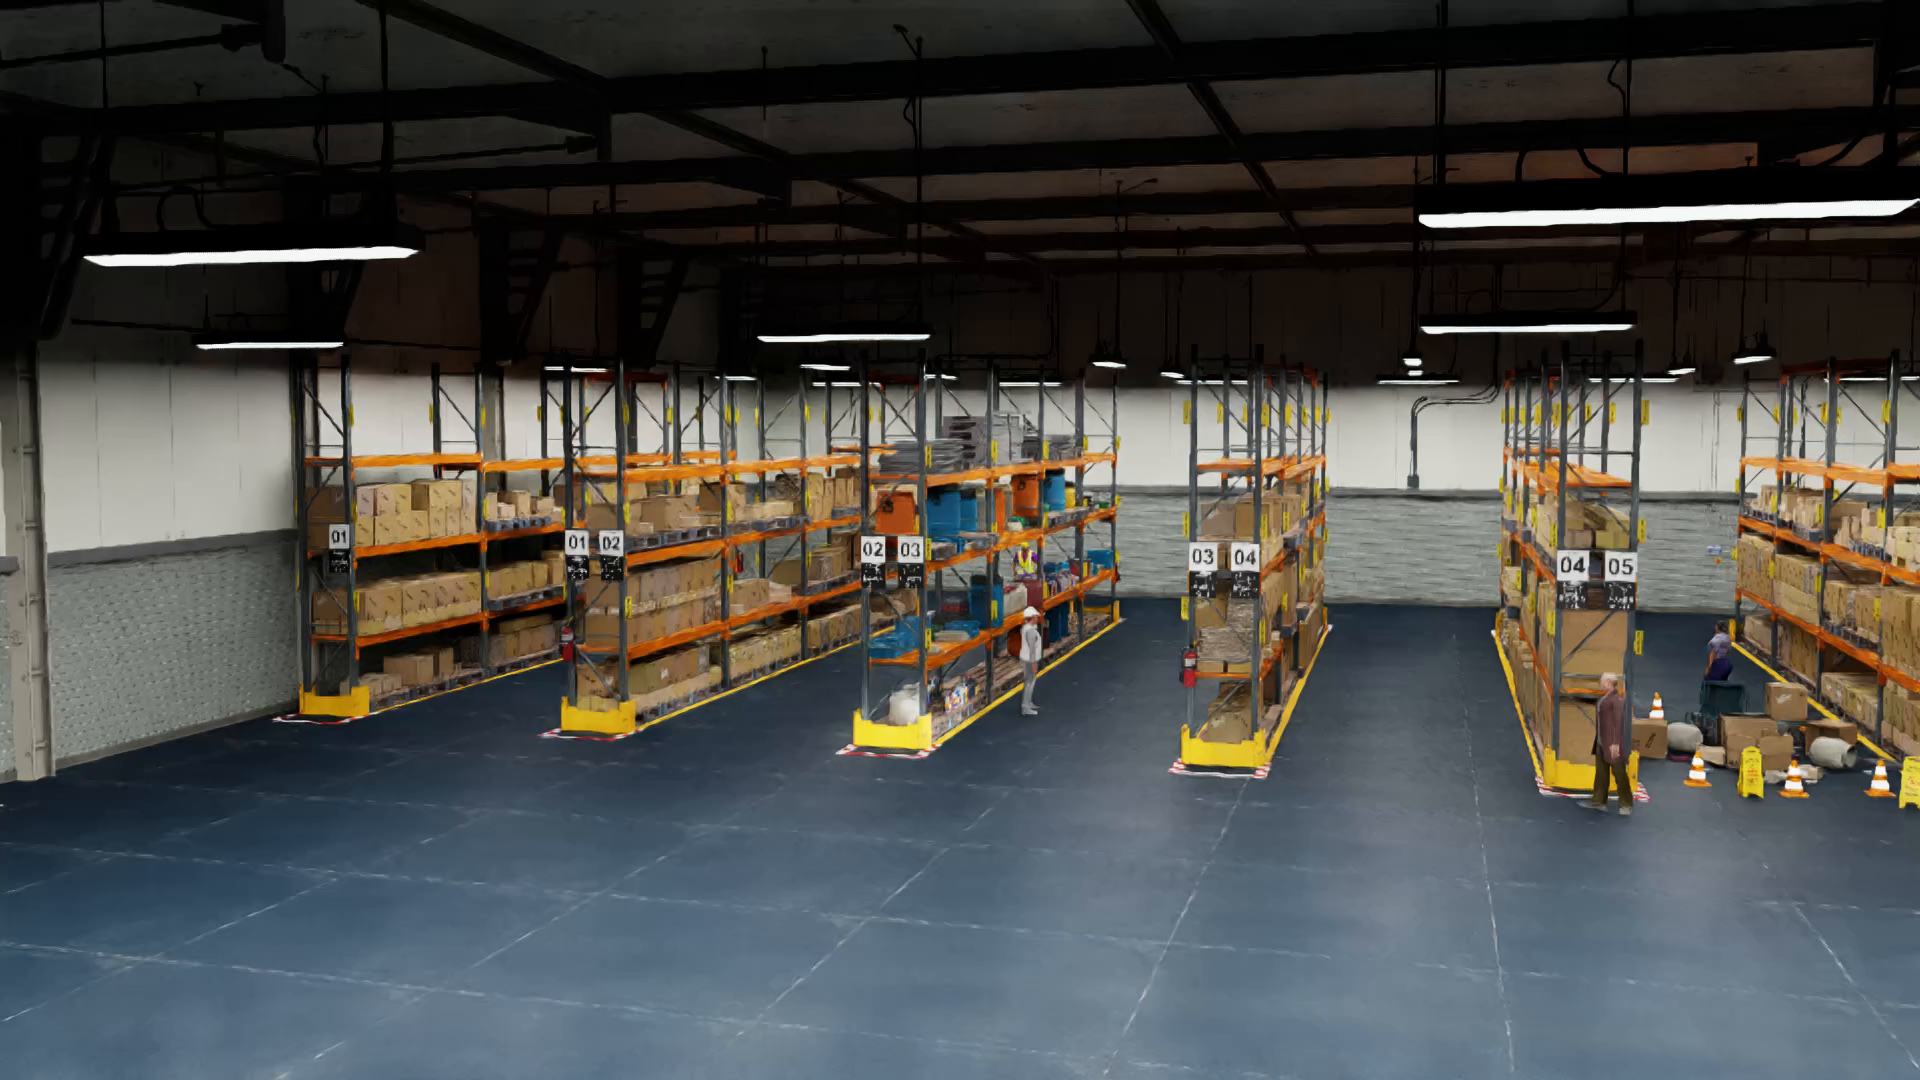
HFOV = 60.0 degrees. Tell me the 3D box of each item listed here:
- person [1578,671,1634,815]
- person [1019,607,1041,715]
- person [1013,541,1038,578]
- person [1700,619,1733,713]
[{"bbox_3d":[8.193,2.636,20.943,0.570,1.589,0.692,0,4,1],"label":"person"},{"bbox_3d":[1.199,2.005,27.892,0.405,1.779,0.615,-1,4,-7],"label":"person"},{"bbox_3d":[1.723,0.874,43.762,0.719,1.714,0.578,1,4,14],"label":"person"},{"bbox_3d":[12.474,2.112,27.415,0.568,1.624,0.586,4,6,45],"label":"person"}]
